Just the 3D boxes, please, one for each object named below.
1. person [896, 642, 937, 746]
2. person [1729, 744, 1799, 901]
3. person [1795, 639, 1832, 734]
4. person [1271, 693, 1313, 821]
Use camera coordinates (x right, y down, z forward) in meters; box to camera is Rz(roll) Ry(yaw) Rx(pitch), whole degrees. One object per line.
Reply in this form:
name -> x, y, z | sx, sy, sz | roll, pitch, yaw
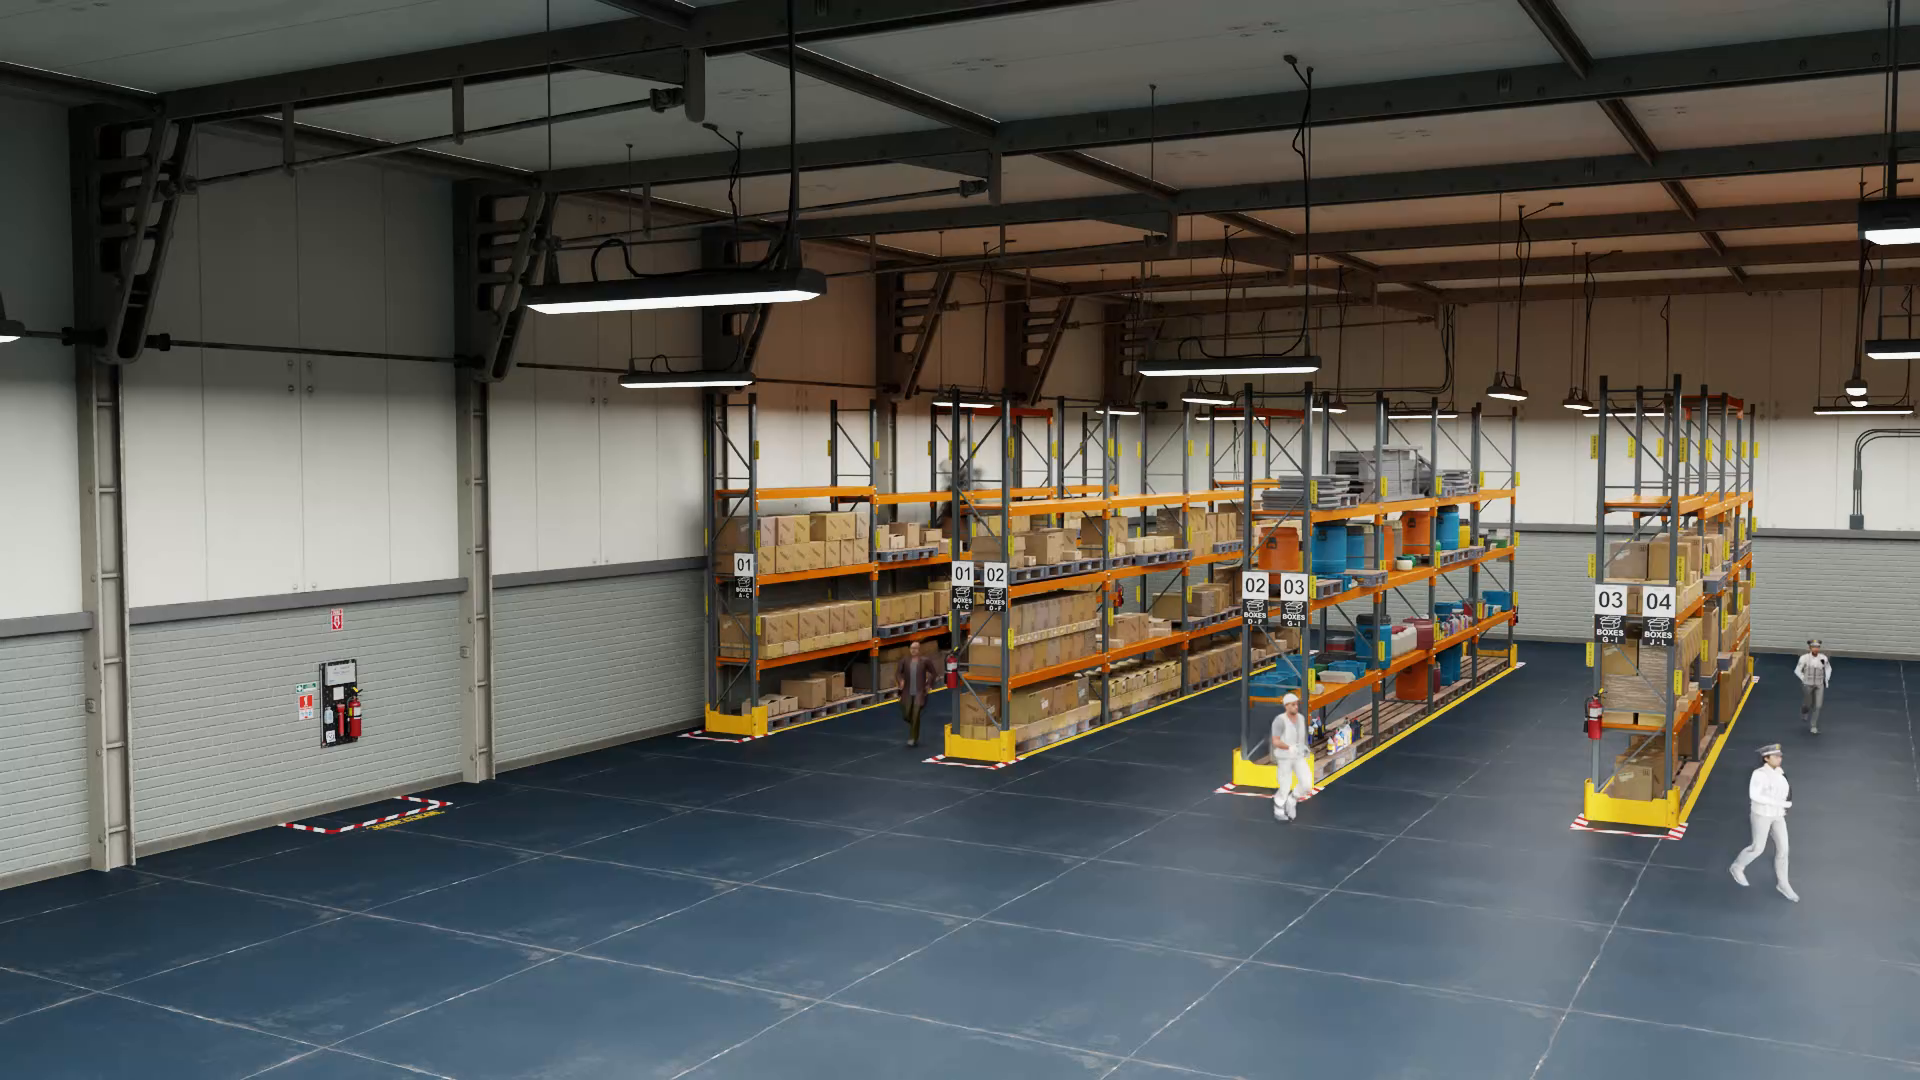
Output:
person -> -0.755, 2.599, 28.311 | 0.709, 1.737, 0.757 | 1, 3, 13
person -> 9.110, 3.141, 18.787 | 0.629, 1.737, 0.806 | -1, 3, -25
person -> 15.208, 2.576, 29.646 | 0.607, 1.663, 0.769 | 1, 3, 18
person -> 4.455, 2.914, 22.209 | 0.655, 1.738, 0.710 | -1, 3, -24
